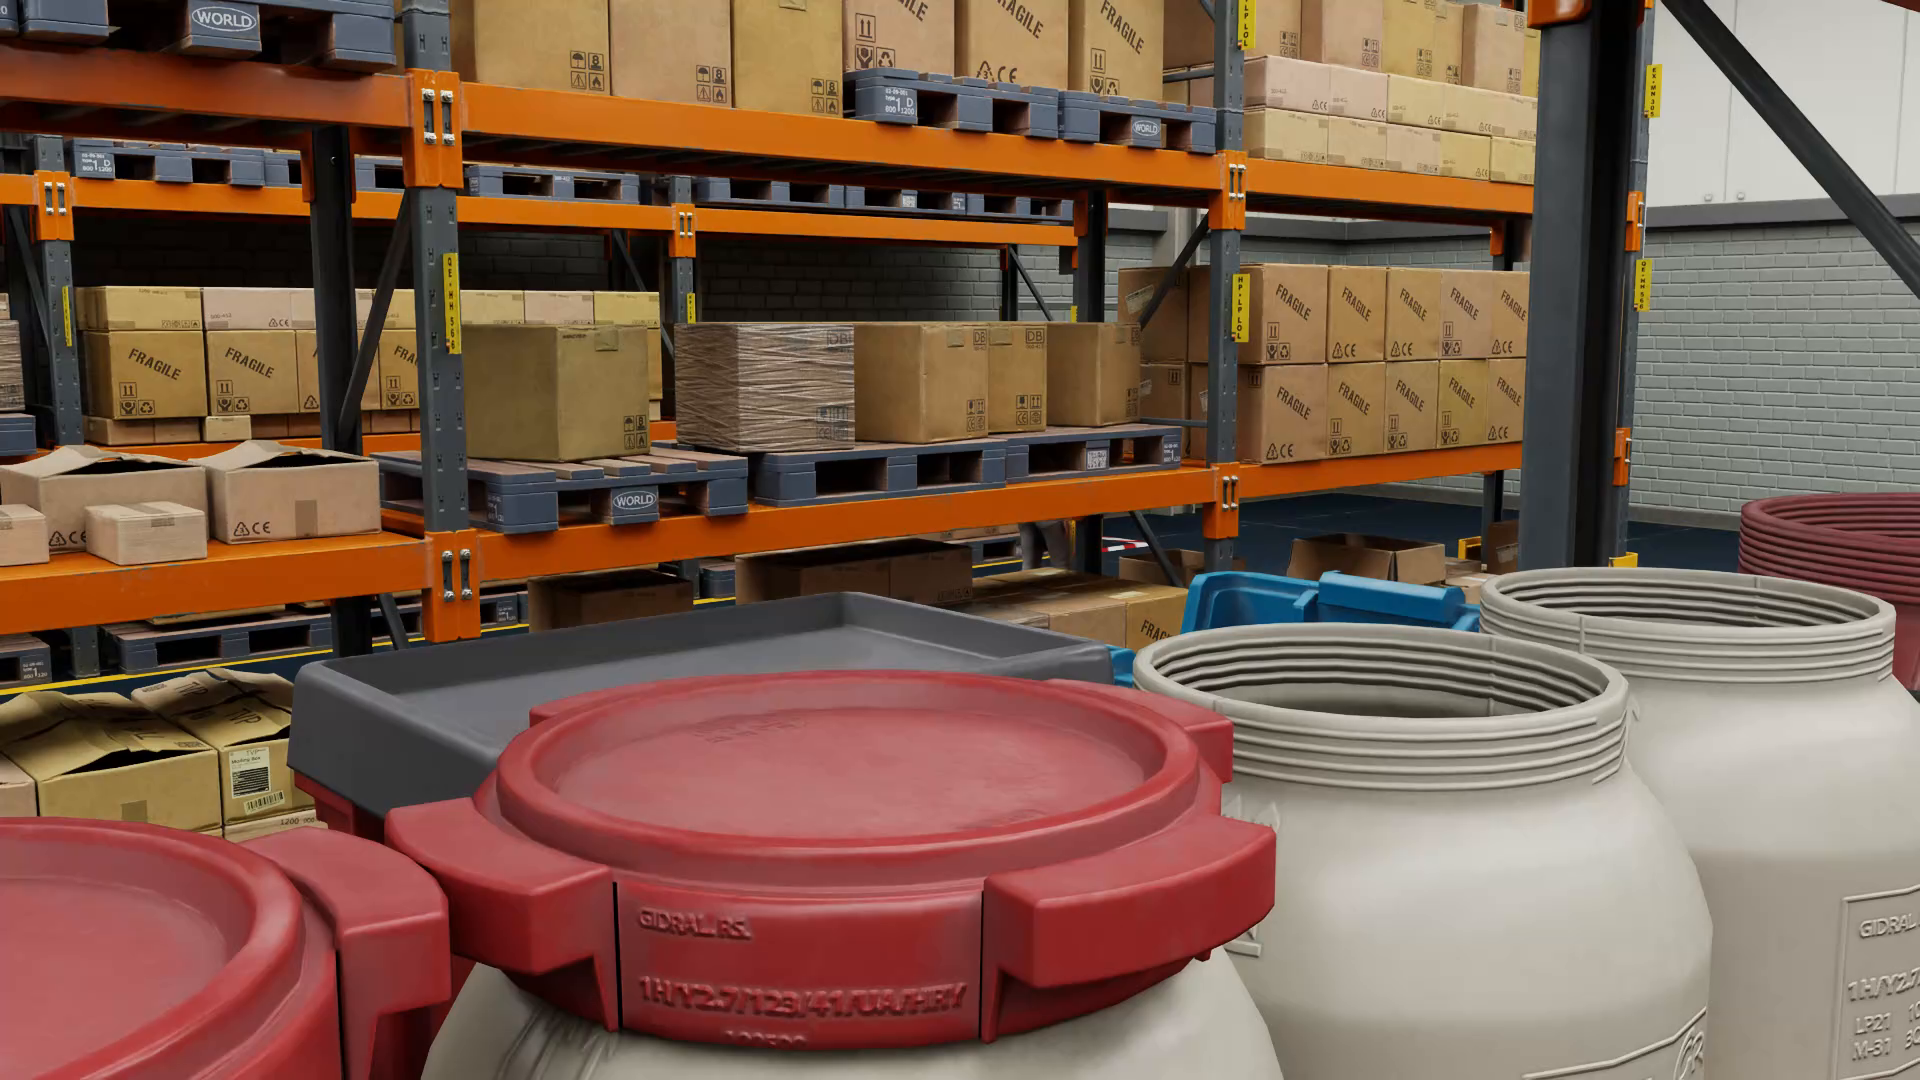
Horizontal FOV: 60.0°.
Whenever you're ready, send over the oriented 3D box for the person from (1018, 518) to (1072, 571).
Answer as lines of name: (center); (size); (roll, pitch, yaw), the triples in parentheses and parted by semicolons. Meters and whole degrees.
person: (0.517, -0.127, 10.233); (0.319, 1.631, 0.449); (-7, 10, -41)
